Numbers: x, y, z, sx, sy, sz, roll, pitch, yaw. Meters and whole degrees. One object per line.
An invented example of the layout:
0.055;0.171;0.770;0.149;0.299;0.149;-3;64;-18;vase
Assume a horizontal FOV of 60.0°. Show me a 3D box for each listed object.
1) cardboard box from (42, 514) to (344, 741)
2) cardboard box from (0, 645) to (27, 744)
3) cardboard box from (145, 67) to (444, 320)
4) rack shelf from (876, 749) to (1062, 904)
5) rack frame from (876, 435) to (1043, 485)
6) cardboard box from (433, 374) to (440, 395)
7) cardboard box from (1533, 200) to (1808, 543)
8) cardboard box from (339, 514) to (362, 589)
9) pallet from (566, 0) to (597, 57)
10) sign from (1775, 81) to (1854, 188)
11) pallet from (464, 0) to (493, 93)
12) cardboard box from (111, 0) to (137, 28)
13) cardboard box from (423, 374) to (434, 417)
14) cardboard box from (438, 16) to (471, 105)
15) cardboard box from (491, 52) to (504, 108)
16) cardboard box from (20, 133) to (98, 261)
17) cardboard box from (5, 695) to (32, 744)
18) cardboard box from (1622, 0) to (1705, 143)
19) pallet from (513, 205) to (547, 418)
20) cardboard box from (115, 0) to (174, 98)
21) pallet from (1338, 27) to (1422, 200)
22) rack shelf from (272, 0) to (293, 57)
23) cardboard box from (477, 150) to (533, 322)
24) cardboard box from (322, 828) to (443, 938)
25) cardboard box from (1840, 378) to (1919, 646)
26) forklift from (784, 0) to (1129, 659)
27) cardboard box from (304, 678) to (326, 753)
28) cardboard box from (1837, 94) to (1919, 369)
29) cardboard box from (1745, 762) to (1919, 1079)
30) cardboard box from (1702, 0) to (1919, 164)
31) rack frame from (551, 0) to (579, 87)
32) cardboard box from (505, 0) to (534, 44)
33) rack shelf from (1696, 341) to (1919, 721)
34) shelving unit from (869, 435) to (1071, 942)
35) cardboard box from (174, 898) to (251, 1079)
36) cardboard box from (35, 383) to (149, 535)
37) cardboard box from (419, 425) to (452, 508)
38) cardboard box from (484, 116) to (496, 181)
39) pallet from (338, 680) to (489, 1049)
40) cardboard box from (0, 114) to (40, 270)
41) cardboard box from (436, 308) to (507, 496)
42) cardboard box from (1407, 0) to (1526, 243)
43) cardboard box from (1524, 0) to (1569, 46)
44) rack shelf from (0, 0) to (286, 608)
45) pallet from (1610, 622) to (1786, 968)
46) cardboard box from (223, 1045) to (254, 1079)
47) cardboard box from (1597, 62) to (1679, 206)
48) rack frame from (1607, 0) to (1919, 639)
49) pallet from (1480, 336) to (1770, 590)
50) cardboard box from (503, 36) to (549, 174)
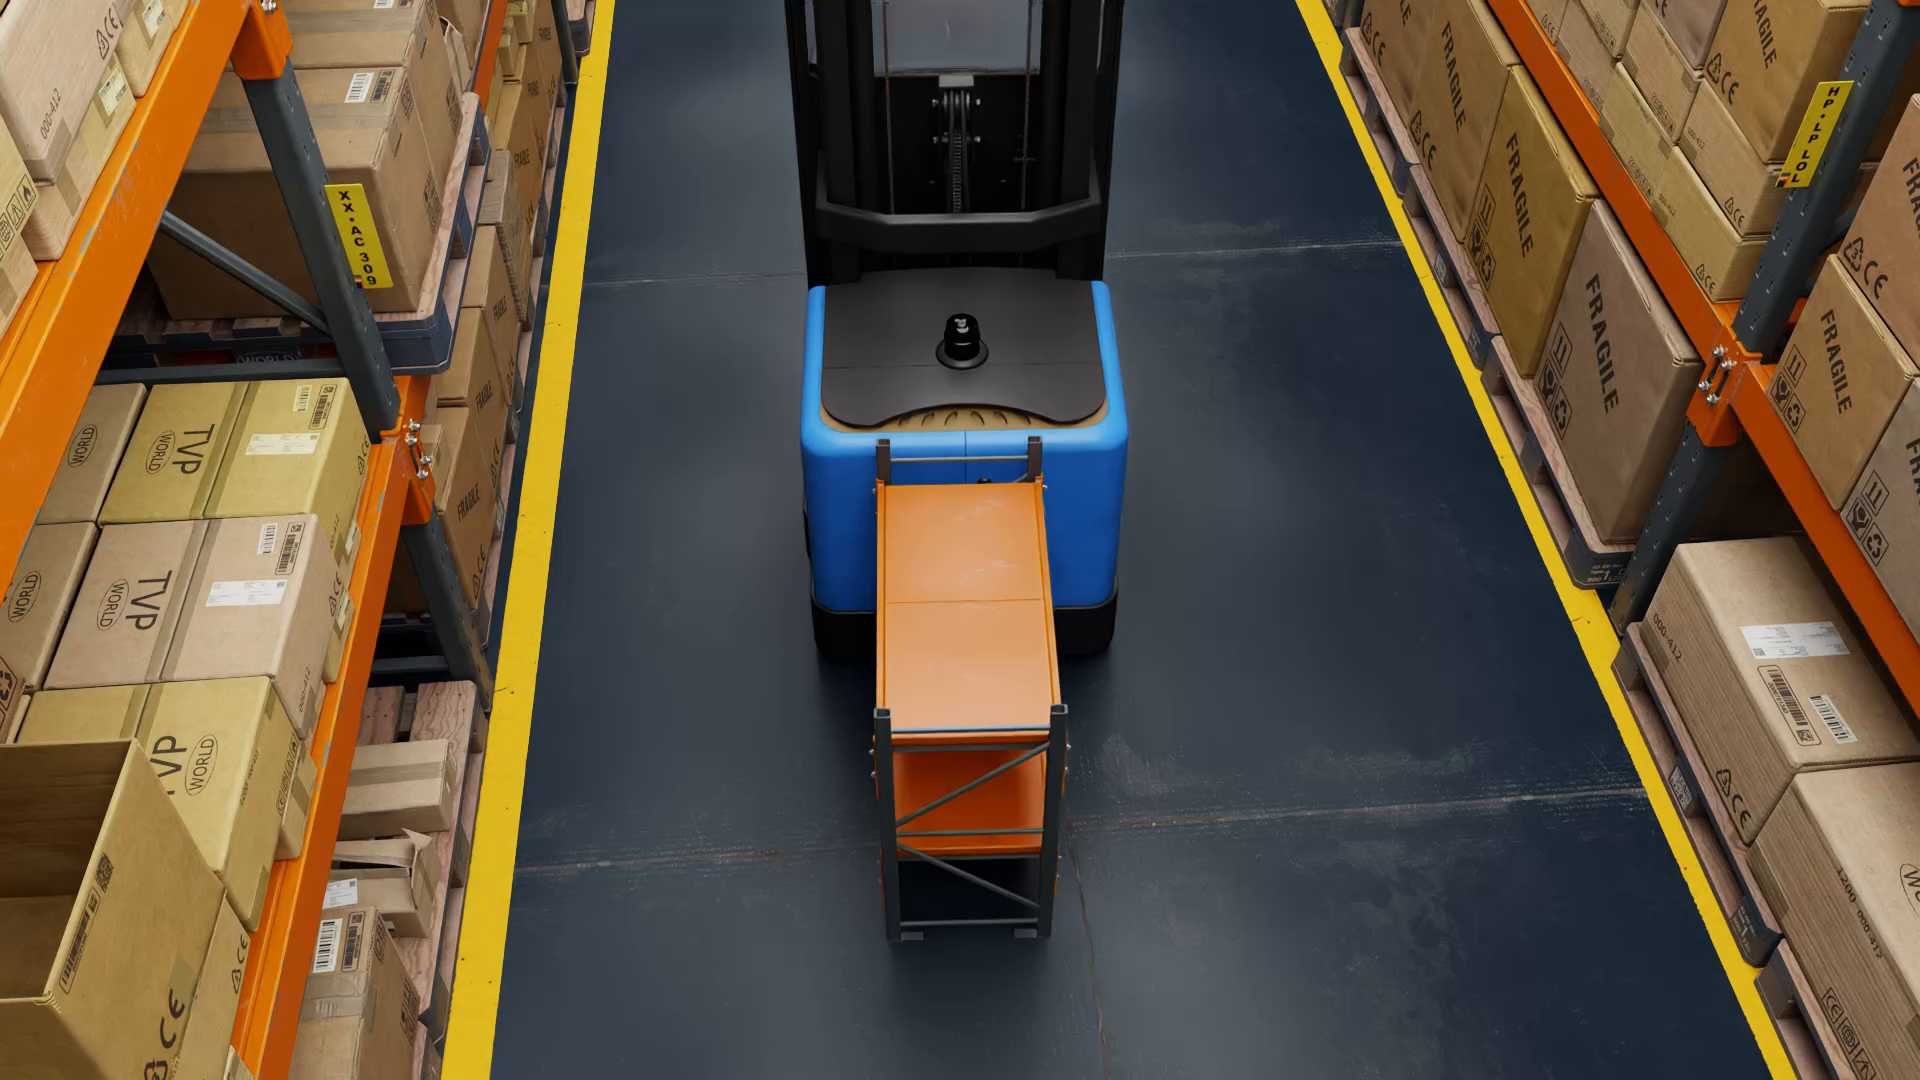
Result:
-1.766;0.213;3.881;0.500;0.250;0.500;-3;47;-3;cardboard box
-2.249;0.333;3.250;0.500;0.500;0.500;-5;47;-4;cardboard box
-1.926;-0.994;4.767;0.700;0.500;0.500;-2;47;-2;cardboard box
0.013;0.626;5.219;0.538;0.278;1.000;-1;47;-1;rack shelf
-0.002;0.089;5.391;0.500;1.125;0.032;-1;47;-1;rack frame
-2.006;-0.616;5.753;0.380;0.149;0.250;-6;47;-5;cardboard box
2.706;-0.613;5.939;0.875;0.875;0.875;-2;47;-2;cardboard box
-1.786;0.037;4.322;0.380;0.149;0.250;-2;47;-2;cardboard box
-2.473;-2.985;8.931;1.003;0.211;1.213;-3;47;-3;pallet
2.298;-1.087;4.470;0.100;0.325;0.005;-3;47;-3;sign
-2.276;-1.873;6.090;1.003;0.211;1.213;-3;47;-3;pallet
-1.818;-1.200;3.153;0.500;0.250;0.500;-3;47;-3;cardboard box
-1.943;-0.523;5.460;0.380;0.149;0.250;-6;47;-5;cardboard box
-1.842;-1.578;5.482;0.396;0.266;0.258;-1;47;-1;cardboard box
-2.141;-1.929;6.997;0.380;0.149;0.250;-2;47;-2;cardboard box
-1.736;-0.604;2.863;0.380;0.149;0.250;-4;47;-3;cardboard box
-2.246;0.608;3.506;0.500;0.250;0.500;-3;47;-2;cardboard box
2.509;-1.542;5.403;0.500;0.250;0.500;-2;47;-2;cardboard box
-2.319;-0.964;7.017;1.003;0.211;1.213;-3;47;-3;pallet
-1.766;-0.977;3.216;0.380;0.149;0.250;-4;47;-3;cardboard box
2.494;-2.116;8.109;1.003;0.211;1.213;-3;47;-3;pallet
-2.276;-2.683;5.154;1.077;0.370;4.000;-3;47;-3;rack shelf
-2.053;-1.222;6.774;0.500;0.500;0.500;-5;47;-5;cardboard box
-1.739;0.988;4.842;0.396;0.266;0.258;-2;47;-2;cardboard box
2.654;-0.071;4.182;0.500;0.500;0.500;-3;47;-3;cardboard box
-0.026;-1.654;5.798;1.130;2.935;3.031;-1;47;-1;forklift
-1.746;0.415;3.964;0.380;0.149;0.250;-2;47;-2;cardboard box
2.636;-0.775;4.160;0.500;0.500;0.500;-3;47;-3;cardboard box
2.859;1.089;4.628;0.875;0.438;0.875;-5;47;-4;cardboard box
2.550;-1.442;4.792;0.500;0.500;0.500;-2;47;-2;cardboard box
-2.443;-3.346;7.353;1.000;3.000;0.127;-3;47;-3;rack frame
-2.096;-2.316;7.363;0.380;0.149;0.250;-6;47;-5;cardboard box
3.005;0.938;3.791;1.077;0.370;4.000;-3;47;-3;rack shelf
0.013;0.458;5.041;0.538;1.125;1.048;-1;47;-1;shelving unit
-1.695;0.947;3.185;0.500;0.250;0.500;-5;47;-4;cardboard box
-2.336;-0.128;4.203;0.500;0.250;0.500;-4;47;-4;cardboard box
-1.873;-0.235;5.392;0.380;0.149;0.250;-1;47;-1;cardboard box
-2.066;-1.550;6.638;0.380;0.149;0.250;-6;47;-5;cardboard box
-2.052;1.004;5.154;1.003;0.211;1.213;-3;47;-3;pallet
-1.733;-0.453;2.446;0.500;0.250;0.500;-3;47;-2;cardboard box
-1.979;-0.485;6.076;0.500;0.500;0.500;-4;47;-4;cardboard box
2.548;-1.913;7.170;0.875;0.875;0.875;-3;47;-3;cardboard box
2.437;-2.122;6.297;0.500;0.250;0.500;-3;47;-3;cardboard box
-1.941;0.211;2.413;1.077;0.370;4.000;-3;47;-3;rack shelf
2.823;0.758;5.387;1.003;0.211;1.213;-3;47;-3;pallet
-1.628;1.150;3.268;0.380;0.149;0.250;-3;47;-2;cardboard box
2.508;-1.382;5.596;0.500;0.250;0.500;-4;47;-4;cardboard box
2.838;-0.756;4.900;1.000;3.000;0.127;-3;47;-3;rack frame
2.698;-0.351;6.437;1.003;0.211;1.213;-3;47;-3;pallet
-2.162;-1.975;7.487;0.500;0.500;0.500;-4;47;-4;cardboard box
